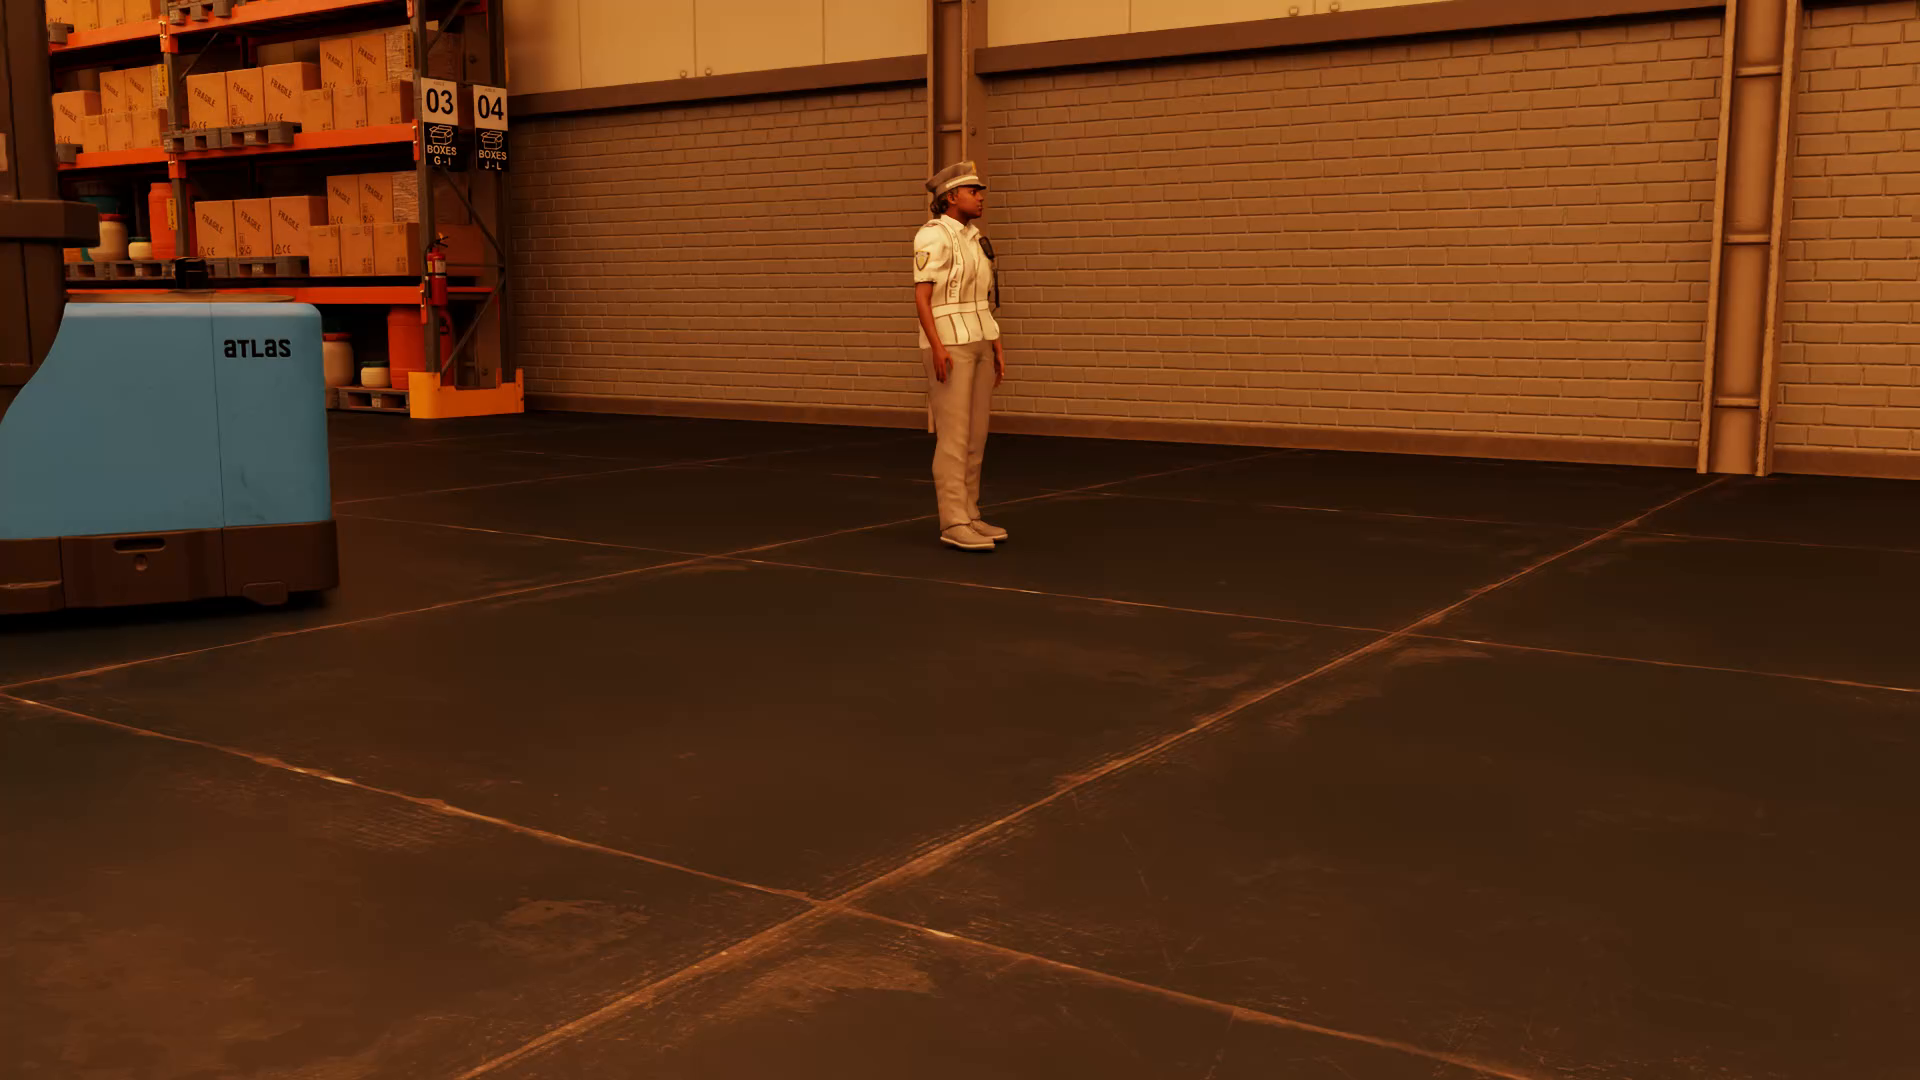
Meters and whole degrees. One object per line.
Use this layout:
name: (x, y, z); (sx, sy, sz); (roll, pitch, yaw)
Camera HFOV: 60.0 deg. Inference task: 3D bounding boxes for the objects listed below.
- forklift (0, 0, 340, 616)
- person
forklift: (-3.769, -1.176, 5.461); (3.031, 2.935, 1.130); (-4, 9, -27)
person: (0.051, -0.838, 7.425); (0.528, 1.695, 0.569); (5, 10, 34)
